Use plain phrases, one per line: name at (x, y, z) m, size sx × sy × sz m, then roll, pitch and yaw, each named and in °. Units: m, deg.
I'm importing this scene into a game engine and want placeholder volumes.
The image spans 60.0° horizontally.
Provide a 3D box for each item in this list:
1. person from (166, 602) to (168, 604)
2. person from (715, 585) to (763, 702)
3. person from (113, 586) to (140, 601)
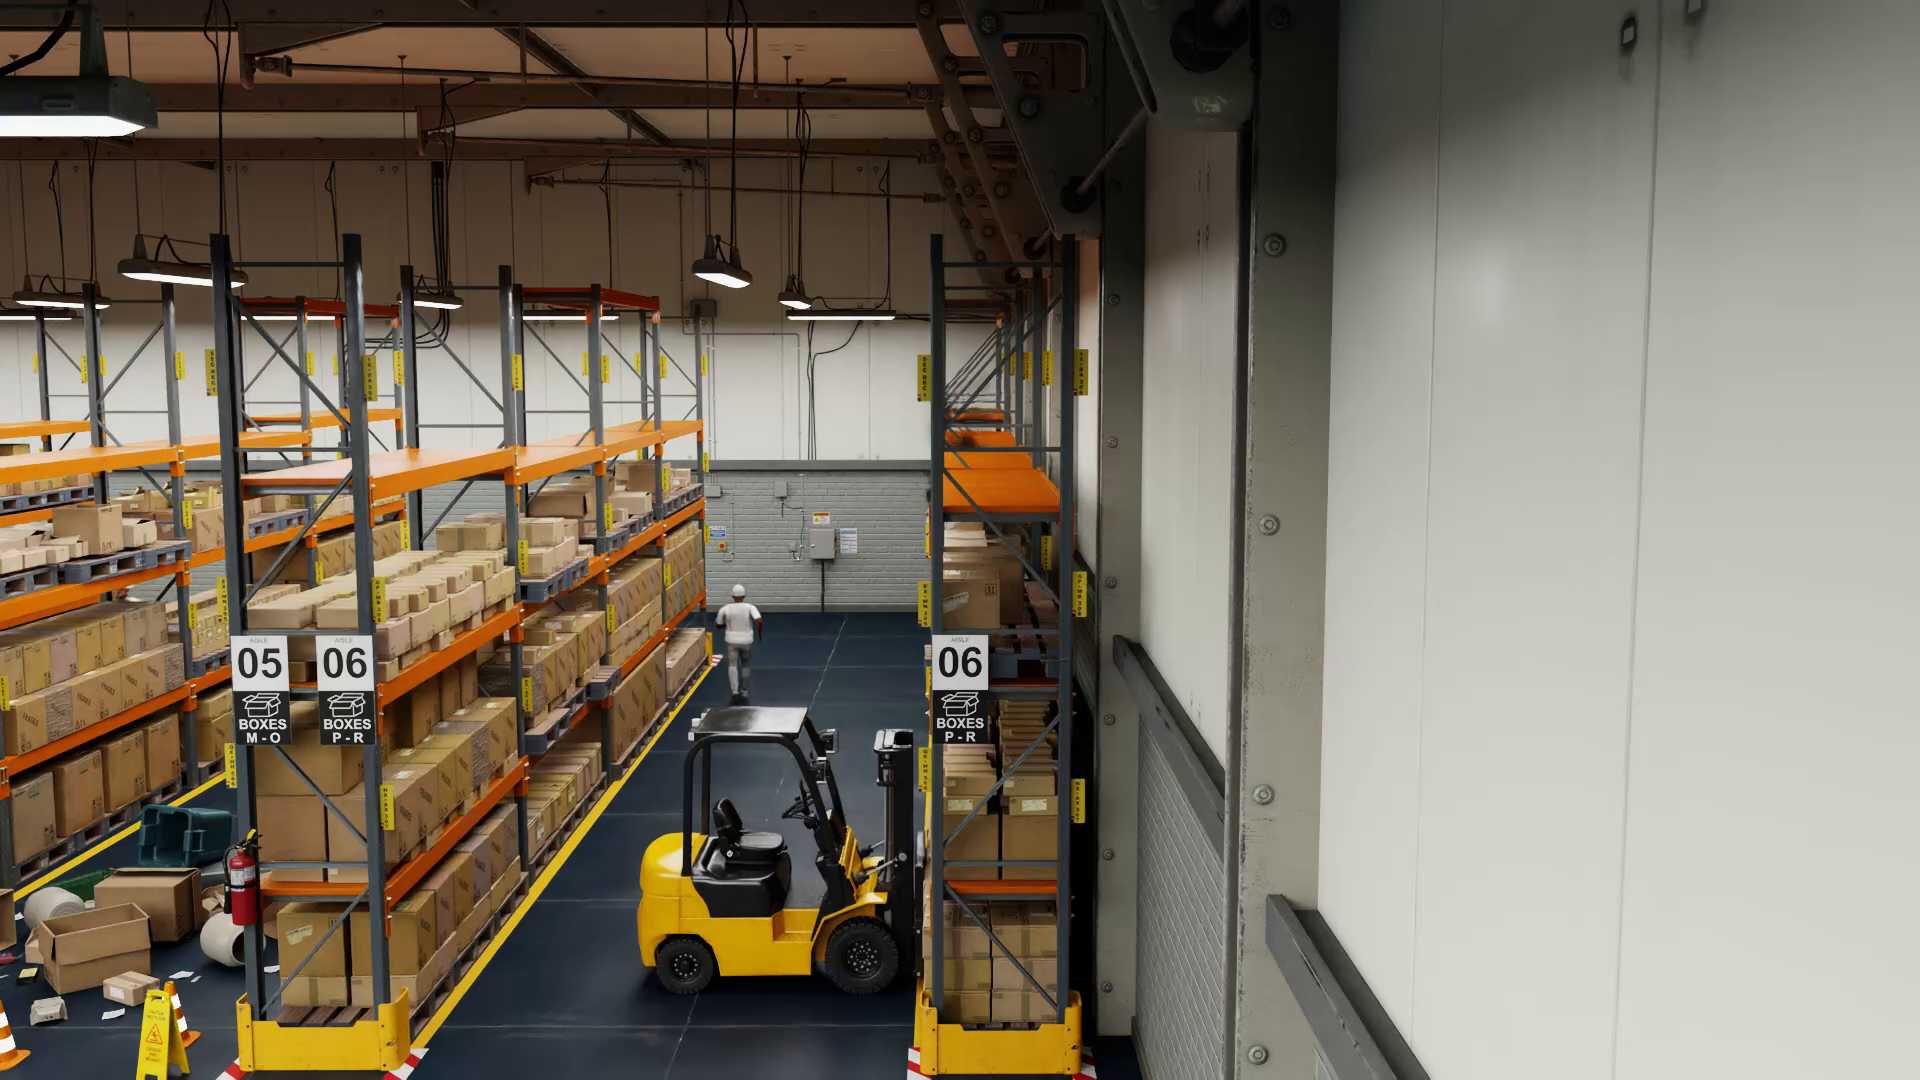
person at (-11.502, 1.698, 24.102) m, size 0.580 × 1.620 × 0.625 m, roll 0°, pitch 6°, yaw 4°
person at (-3.282, 1.532, 24.733) m, size 0.700 × 1.752 × 0.989 m, roll -1°, pitch 6°, yaw -8°
person at (-12.886, 1.472, 25.670) m, size 0.642 × 1.725 × 0.652 m, roll 0°, pitch 6°, yaw -3°
